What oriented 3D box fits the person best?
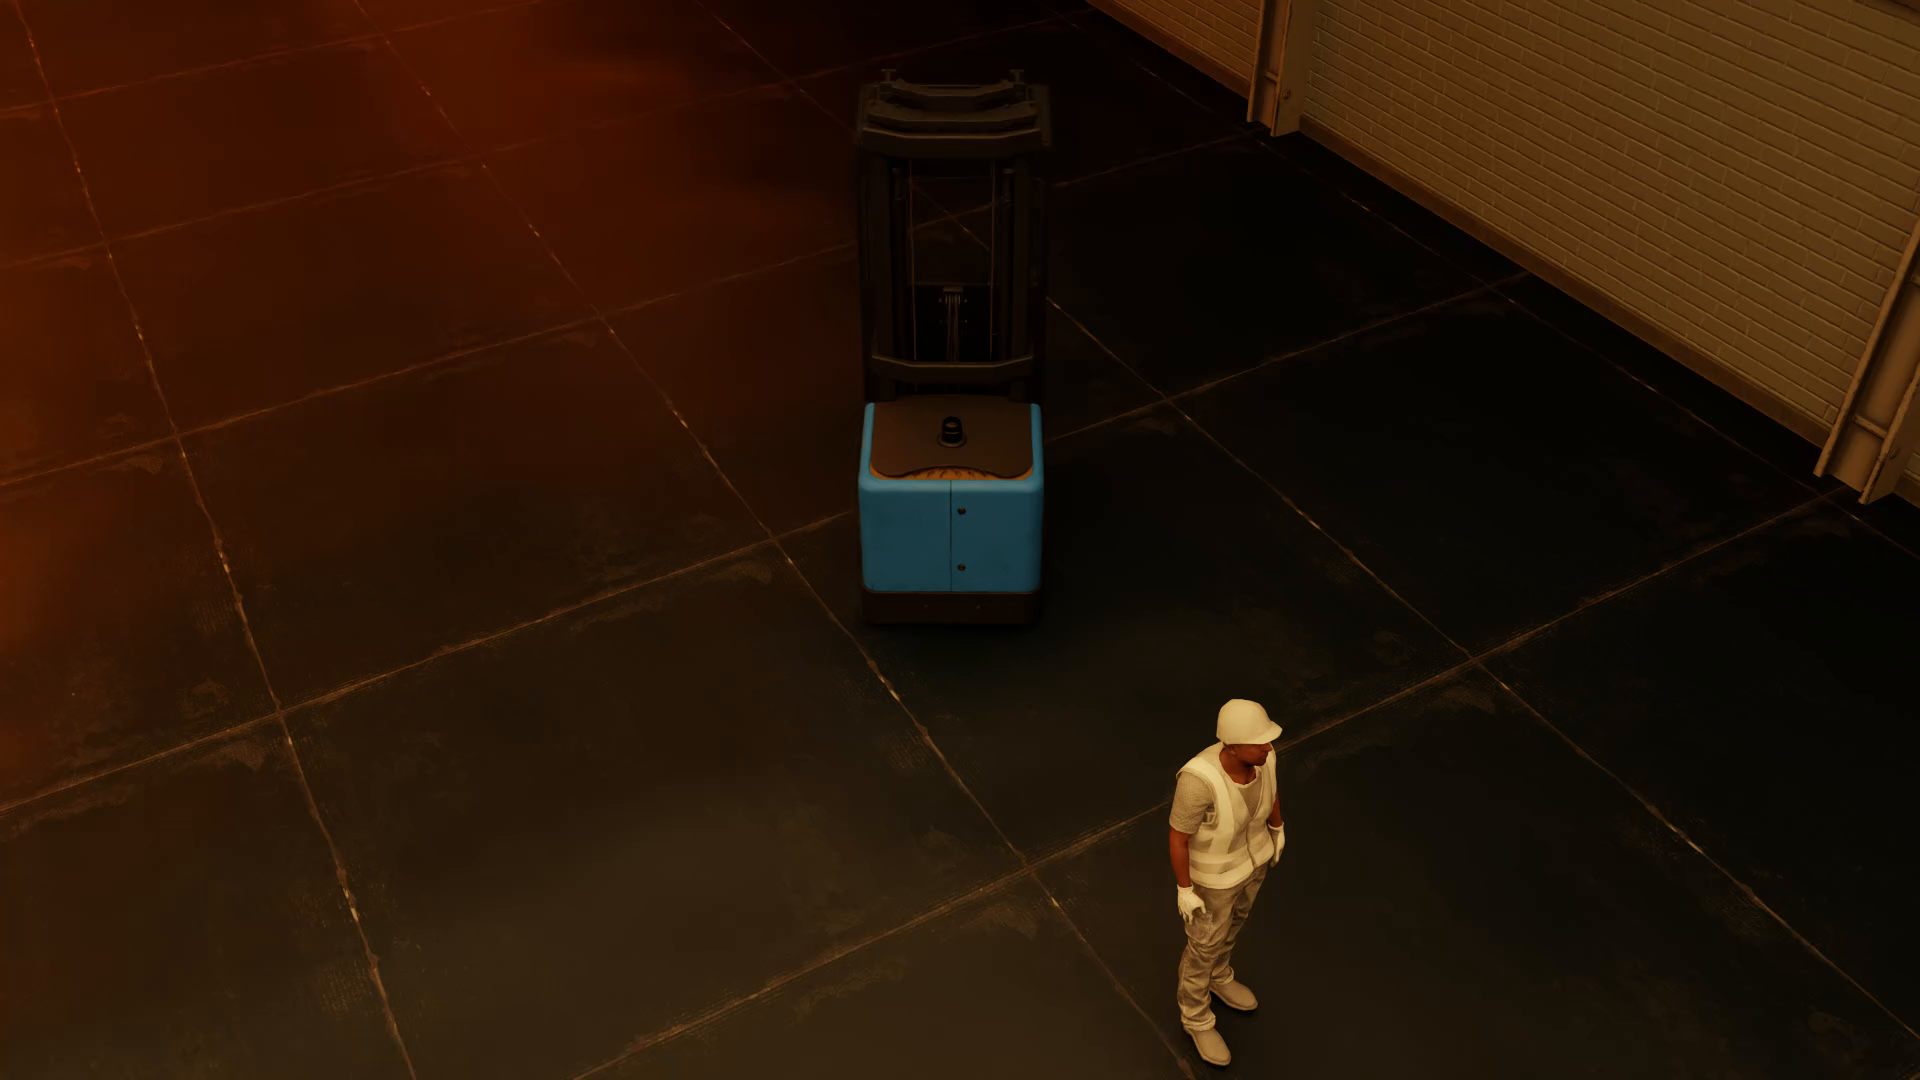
[{"bbox_3d":[1.208,1.436,7.193,0.657,1.784,0.576,-29,48,-31],"label":"person"}]

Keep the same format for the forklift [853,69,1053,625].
[{"bbox_3d":[-0.036,-1.551,9.907,1.130,2.935,3.031,0,40,0],"label":"forklift"}]
